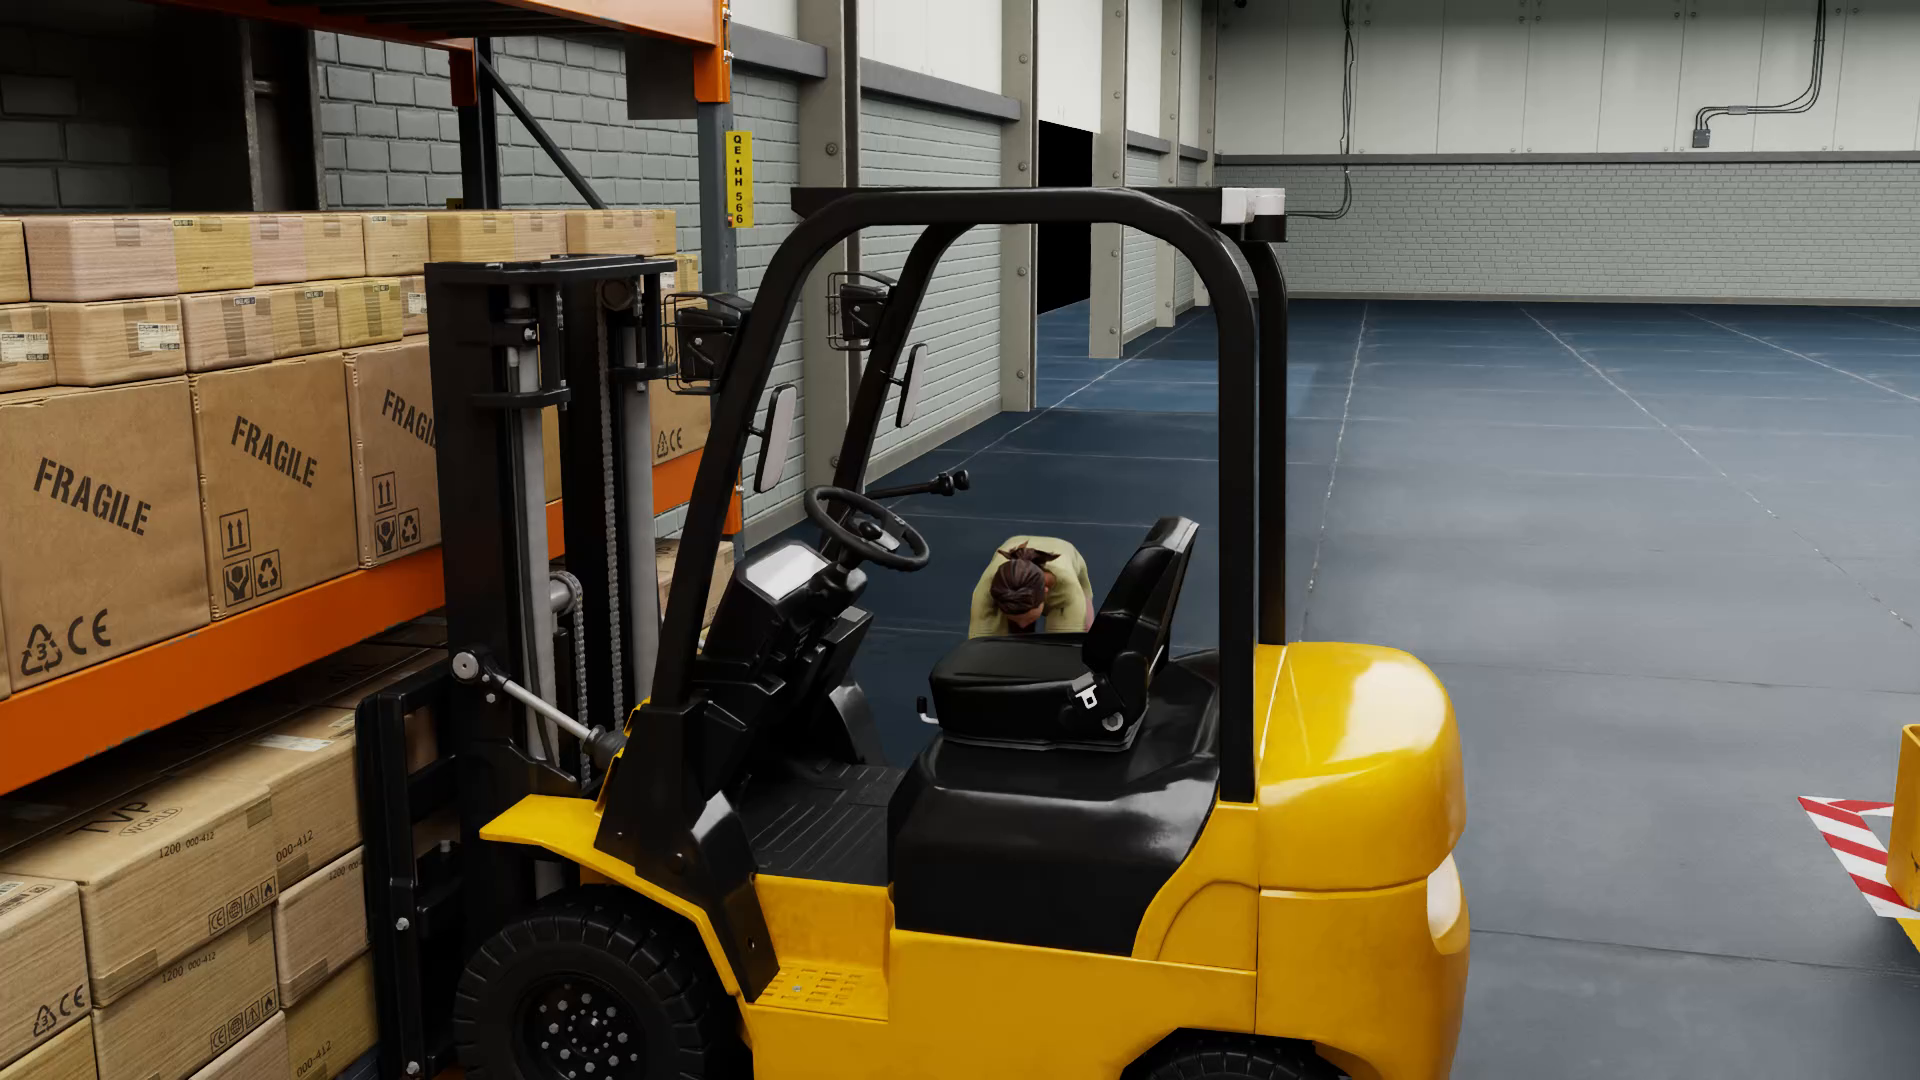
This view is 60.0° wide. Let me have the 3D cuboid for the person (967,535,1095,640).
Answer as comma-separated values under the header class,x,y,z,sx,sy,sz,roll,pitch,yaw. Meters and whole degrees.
class,x,y,z,sx,sy,sz,roll,pitch,yaw
person,0.260,0.474,5.922,0.464,0.959,0.867,2,12,11
